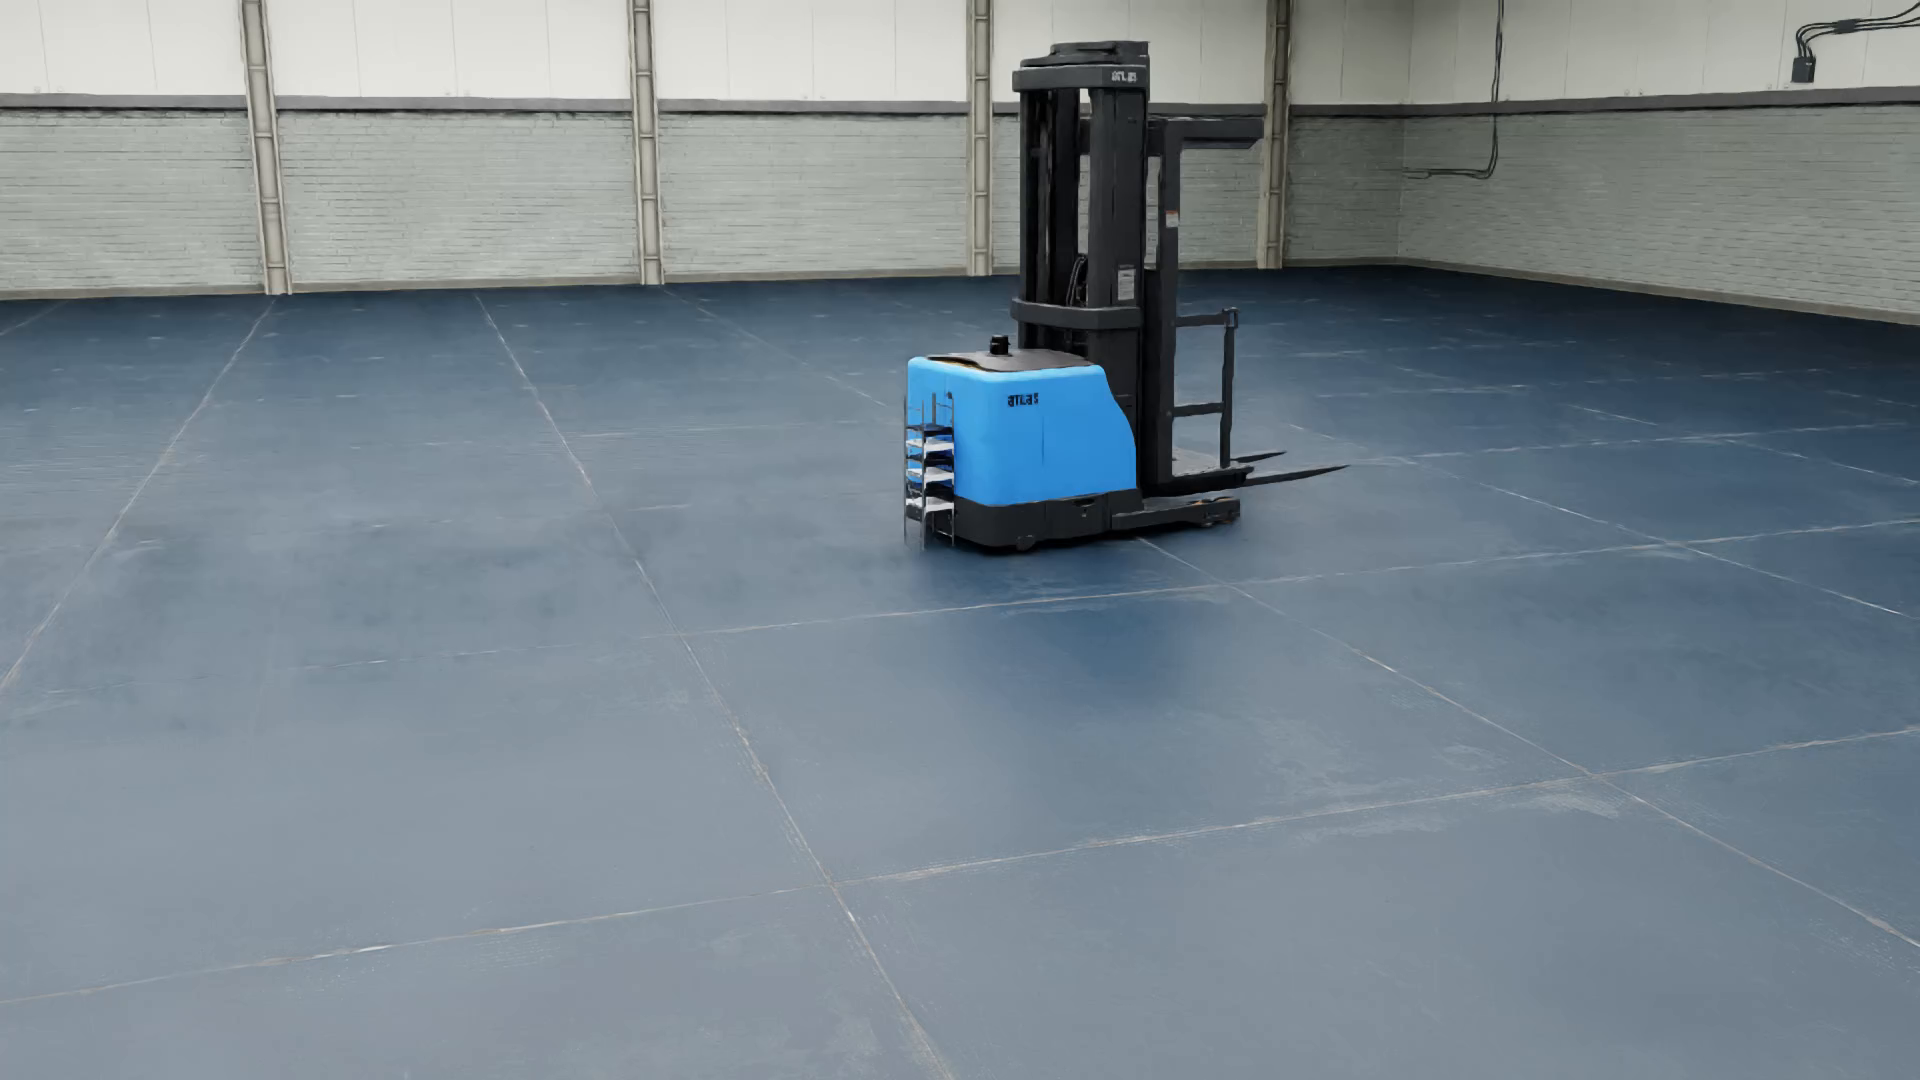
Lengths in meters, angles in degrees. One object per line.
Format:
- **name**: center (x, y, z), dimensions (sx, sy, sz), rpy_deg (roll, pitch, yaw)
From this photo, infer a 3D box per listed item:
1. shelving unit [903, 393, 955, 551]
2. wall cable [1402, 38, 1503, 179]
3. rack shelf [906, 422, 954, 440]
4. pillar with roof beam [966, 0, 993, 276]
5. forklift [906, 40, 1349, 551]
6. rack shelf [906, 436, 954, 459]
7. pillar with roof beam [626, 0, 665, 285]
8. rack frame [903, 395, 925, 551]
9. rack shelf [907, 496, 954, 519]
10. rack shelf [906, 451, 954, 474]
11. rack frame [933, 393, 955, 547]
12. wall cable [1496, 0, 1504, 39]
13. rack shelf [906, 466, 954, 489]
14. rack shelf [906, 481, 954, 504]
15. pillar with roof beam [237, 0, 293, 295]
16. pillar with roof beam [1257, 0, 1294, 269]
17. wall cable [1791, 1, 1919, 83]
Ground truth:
- **shelving unit**: center (-0.185, -0.408, 9.912), dimensions (0.210, 0.900, 0.258), rpy_deg (-8, 16, -31)
- **wall cable**: center (9.254, -8.113, 31.513), dimensions (0.112, 2.526, 3.097), rpy_deg (-4, 14, -18)
- **rack shelf**: center (-0.185, -0.638, 9.857), dimensions (0.200, 0.077, 0.258), rpy_deg (-8, 16, -31)
- **pillar with roof beam**: center (1.726, -8.309, 25.627), dimensions (0.400, 9.000, 9.100), rpy_deg (-4, 14, -18)
- **forklift**: center (1.186, -1.597, 10.523), dimensions (3.031, 2.935, 1.130), rpy_deg (-8, 16, -31)
- **rack shelf**: center (-0.185, -0.550, 9.878), dimensions (0.200, 0.077, 0.258), rpy_deg (-8, 16, -31)
- **pillar with roof beam**: center (-3.961, -7.866, 23.766), dimensions (0.400, 9.000, 9.100), rpy_deg (-4, 14, -18)
- **rack frame**: center (-0.271, -0.395, 9.859), dimensions (0.006, 0.900, 0.240), rpy_deg (-8, 16, -31)
- **rack shelf**: center (-0.185, -0.200, 9.961), dimensions (0.200, 0.077, 0.258), rpy_deg (-8, 16, -31)
- **rack shelf**: center (-0.185, -0.463, 9.898), dimensions (0.200, 0.077, 0.258), rpy_deg (-8, 16, -31)
- **rack frame**: center (-0.099, -0.420, 9.964), dimensions (0.006, 0.900, 0.240), rpy_deg (-8, 16, -31)
- **wall cable**: center (10.116, -9.976, 28.434), dimensions (0.112, 2.526, 3.097), rpy_deg (-4, 14, -18)
- **rack shelf**: center (-0.185, -0.375, 9.919), dimensions (0.200, 0.077, 0.258), rpy_deg (-8, 16, -31)
- **rack shelf**: center (-0.185, -0.288, 9.940), dimensions (0.200, 0.077, 0.258), rpy_deg (-8, 16, -31)
- **pillar with roof beam**: center (-9.647, -7.423, 21.904), dimensions (0.400, 9.000, 9.100), rpy_deg (-4, 14, -18)
- **pillar with roof beam**: center (7.413, -8.752, 27.489), dimensions (0.400, 9.000, 9.100), rpy_deg (-4, 14, -18)
- **wall cable**: center (12.266, -9.194, 22.001), dimensions (0.169, 6.003, 2.305), rpy_deg (-4, 14, -18)
